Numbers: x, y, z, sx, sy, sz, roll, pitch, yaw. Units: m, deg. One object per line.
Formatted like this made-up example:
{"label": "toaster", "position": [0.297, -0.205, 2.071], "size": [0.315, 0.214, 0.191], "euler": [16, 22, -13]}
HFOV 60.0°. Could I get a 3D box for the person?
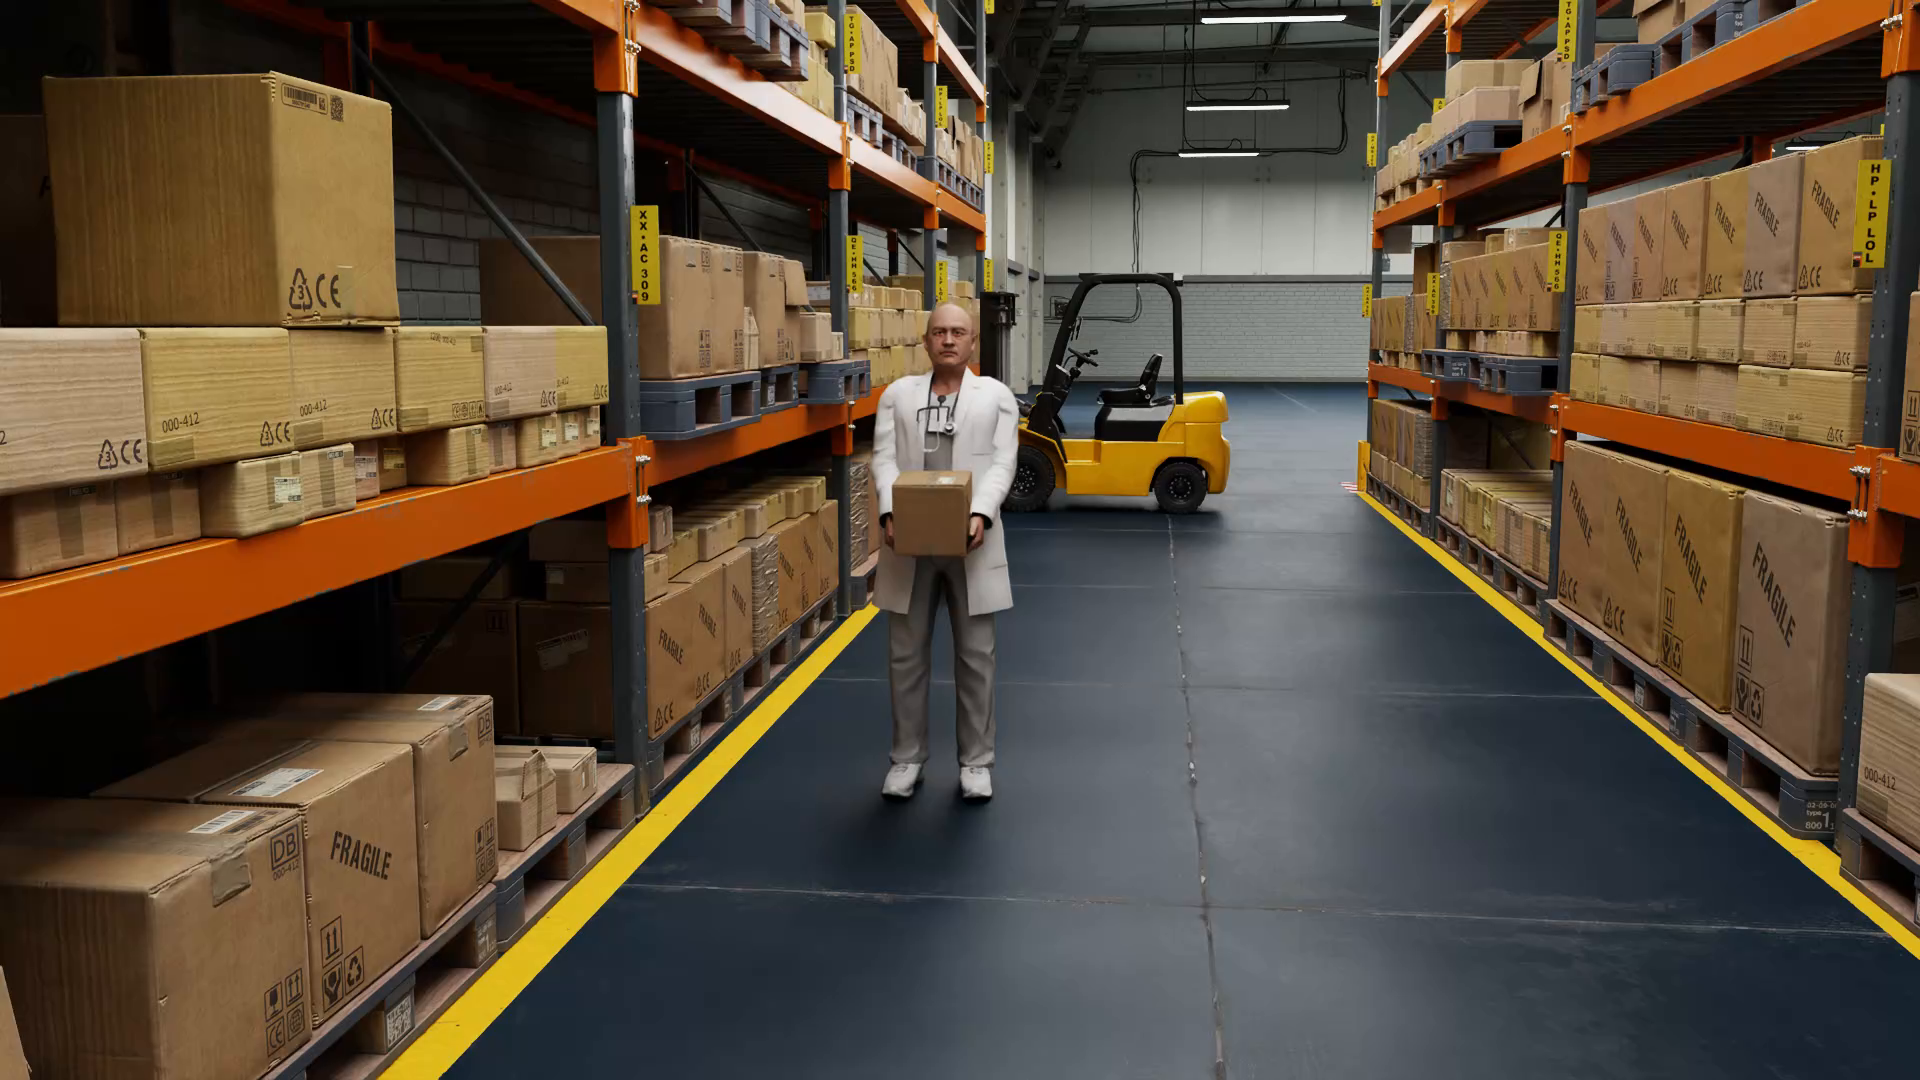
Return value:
{"label": "person", "position": [-0.069, 0.049, 5.958], "size": [0.535, 1.777, 0.548], "euler": [1, 7, 6]}
